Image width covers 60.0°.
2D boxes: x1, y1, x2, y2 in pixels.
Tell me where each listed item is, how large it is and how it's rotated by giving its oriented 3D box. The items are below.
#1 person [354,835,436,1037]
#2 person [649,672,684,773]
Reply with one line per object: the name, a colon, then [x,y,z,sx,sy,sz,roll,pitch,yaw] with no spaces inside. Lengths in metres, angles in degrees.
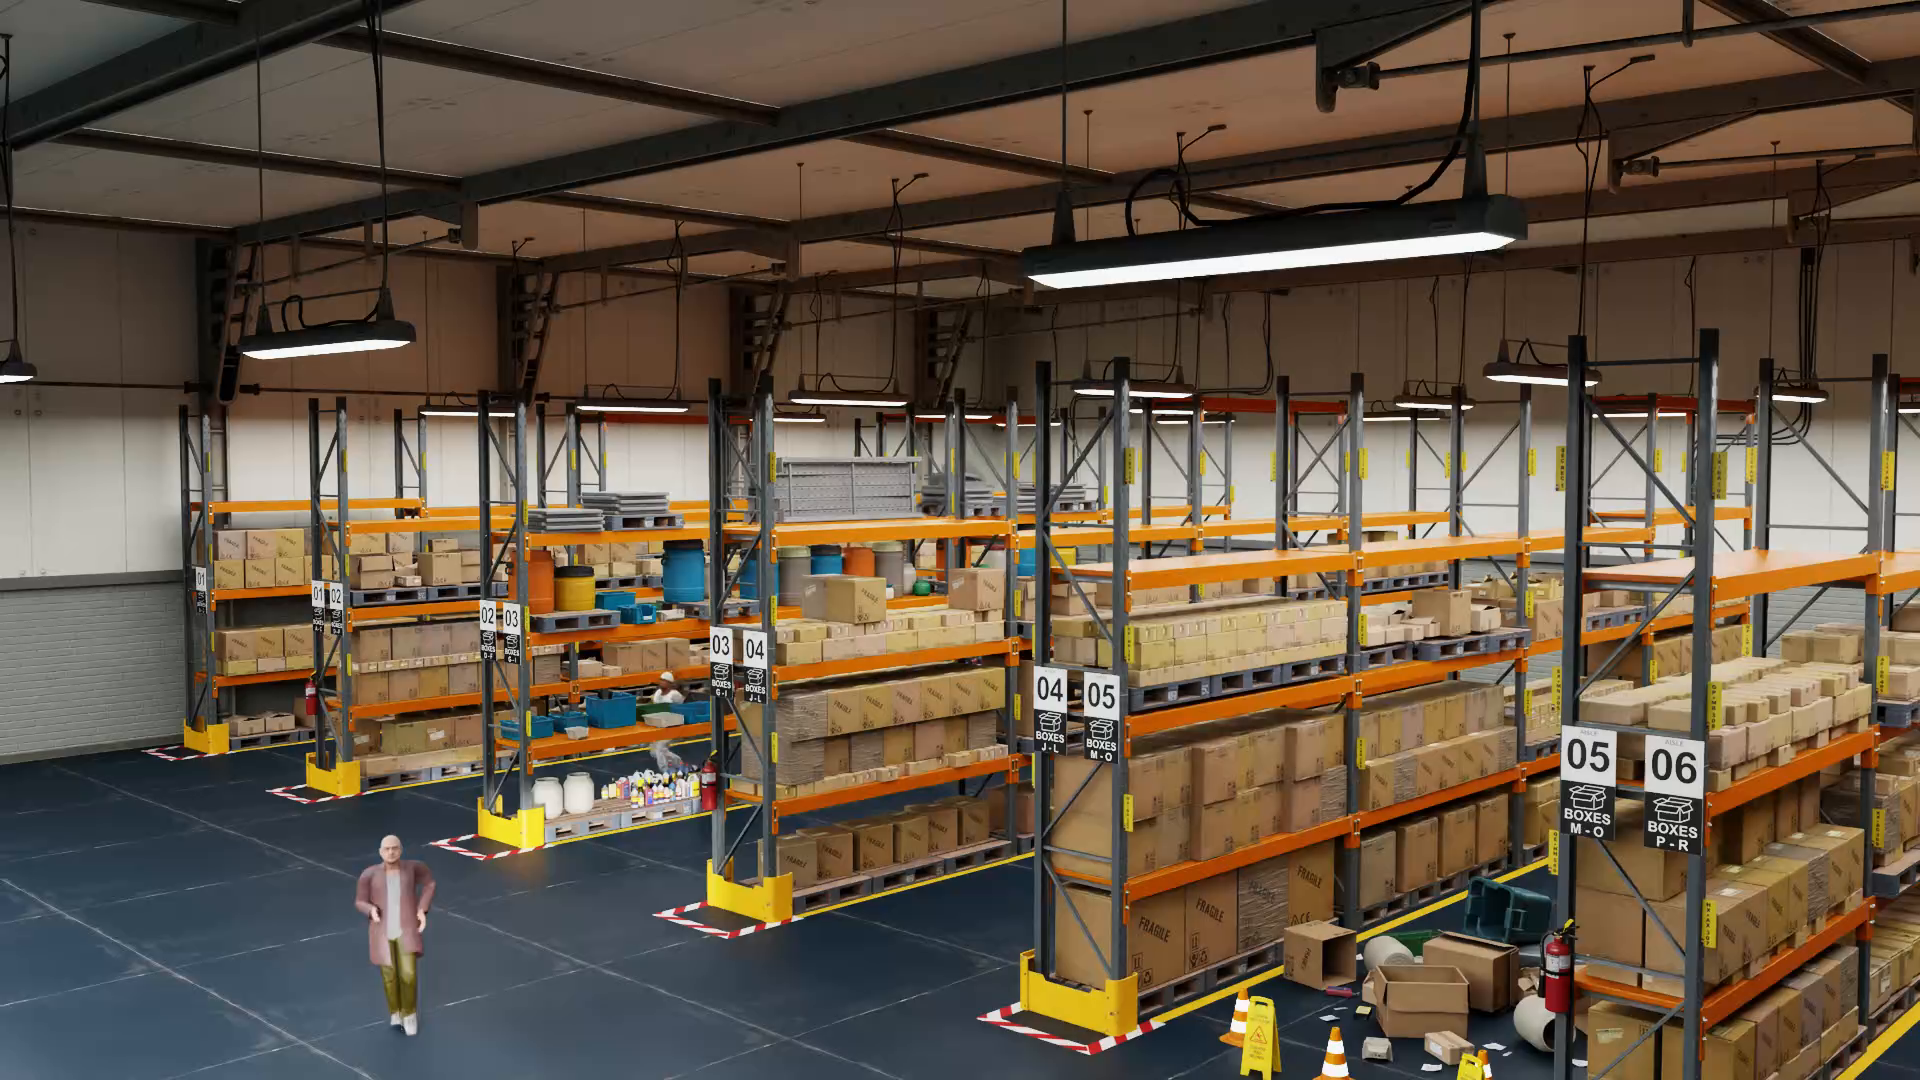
person: [-5.000,3.511,14.728,0.681,1.796,0.774,-1,3,-15]
person: [-4.566,2.929,25.961,0.686,1.737,0.697,2,4,38]
